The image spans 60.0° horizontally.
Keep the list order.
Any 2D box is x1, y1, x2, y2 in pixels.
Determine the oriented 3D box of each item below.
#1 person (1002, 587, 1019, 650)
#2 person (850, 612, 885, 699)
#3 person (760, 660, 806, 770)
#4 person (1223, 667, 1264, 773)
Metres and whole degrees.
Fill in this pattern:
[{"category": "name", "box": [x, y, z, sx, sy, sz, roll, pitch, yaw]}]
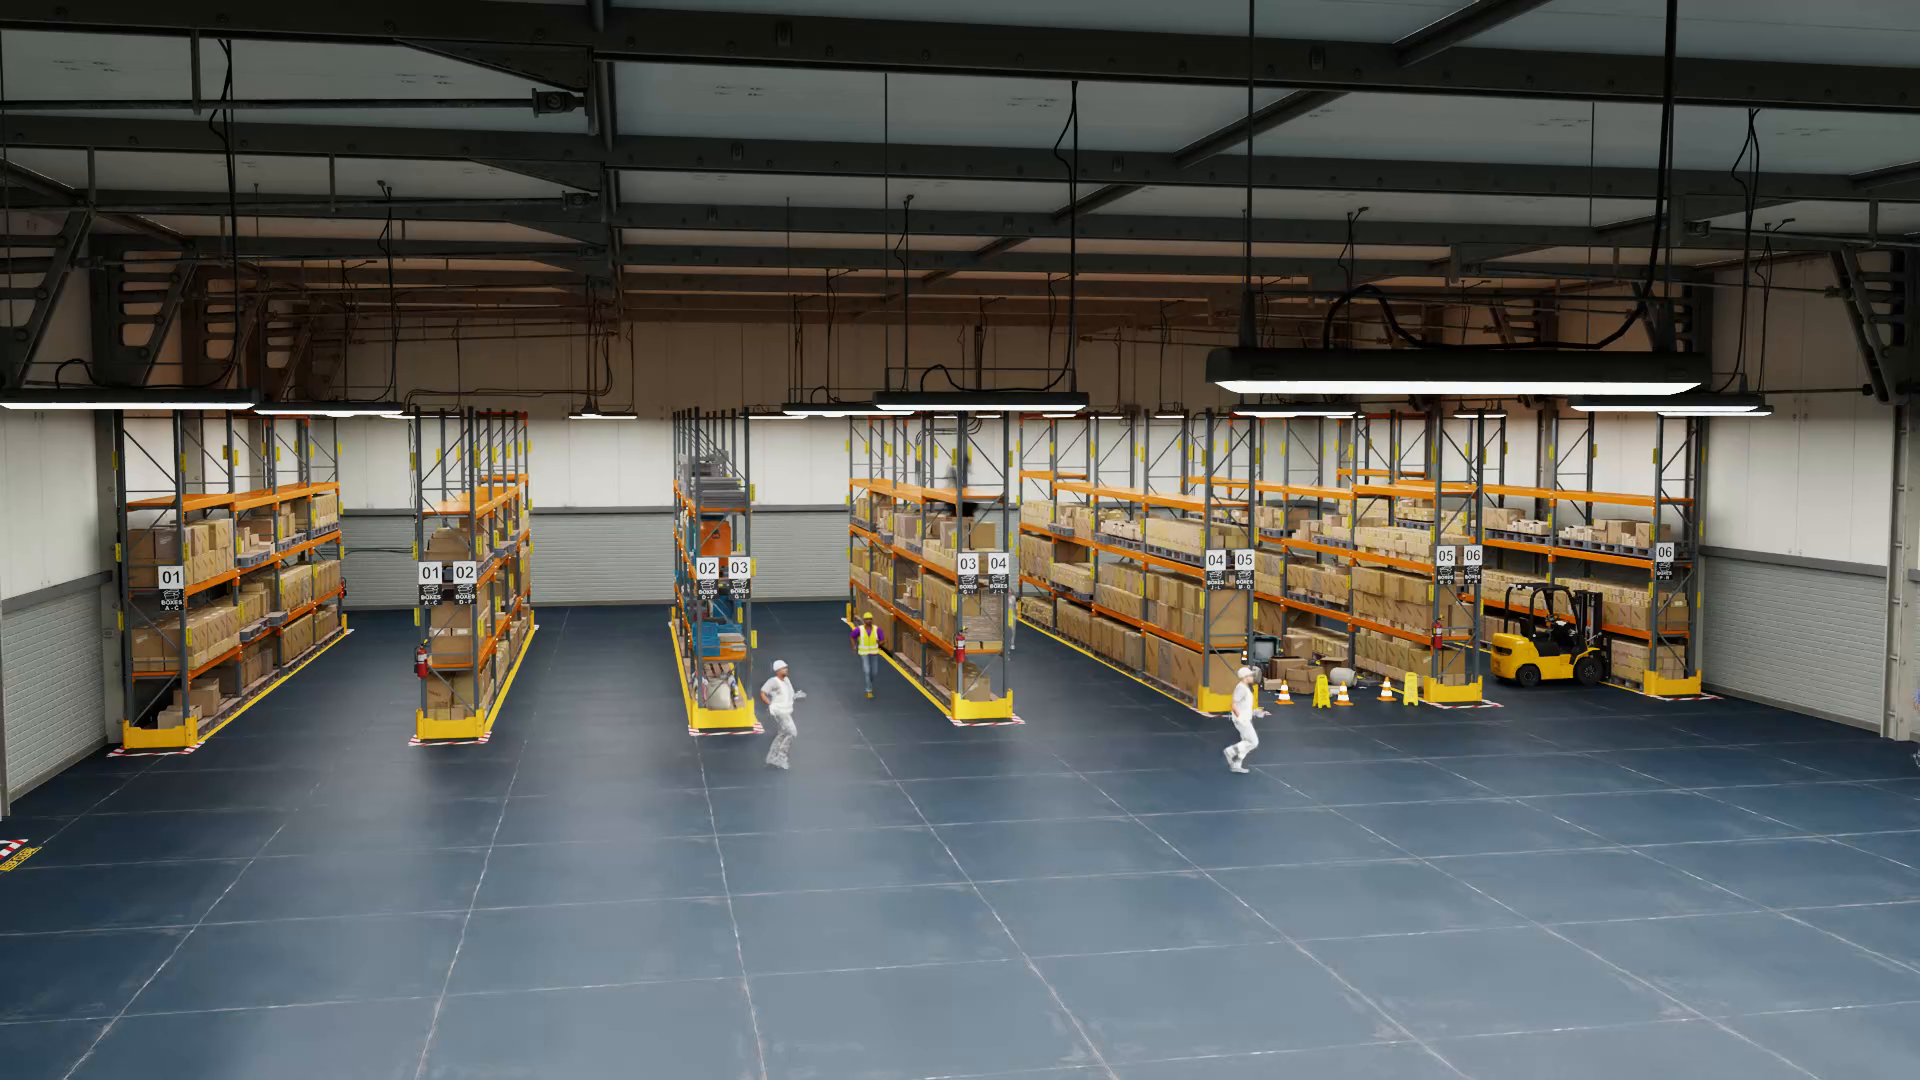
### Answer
[{"category": "person", "box": [1.236, 1.965, 41.910, 0.549, 1.553, 0.781, -1, 4, -16]}, {"category": "person", "box": [-1.902, 2.374, 34.556, 0.710, 1.747, 0.968, -1, 4, -15]}, {"category": "person", "box": [-2.899, 2.890, 27.433, 0.686, 1.816, 0.657, 1, 4, 12]}, {"category": "person", "box": [4.618, 2.935, 27.078, 0.634, 1.733, 0.659, 1, 4, 15]}]
